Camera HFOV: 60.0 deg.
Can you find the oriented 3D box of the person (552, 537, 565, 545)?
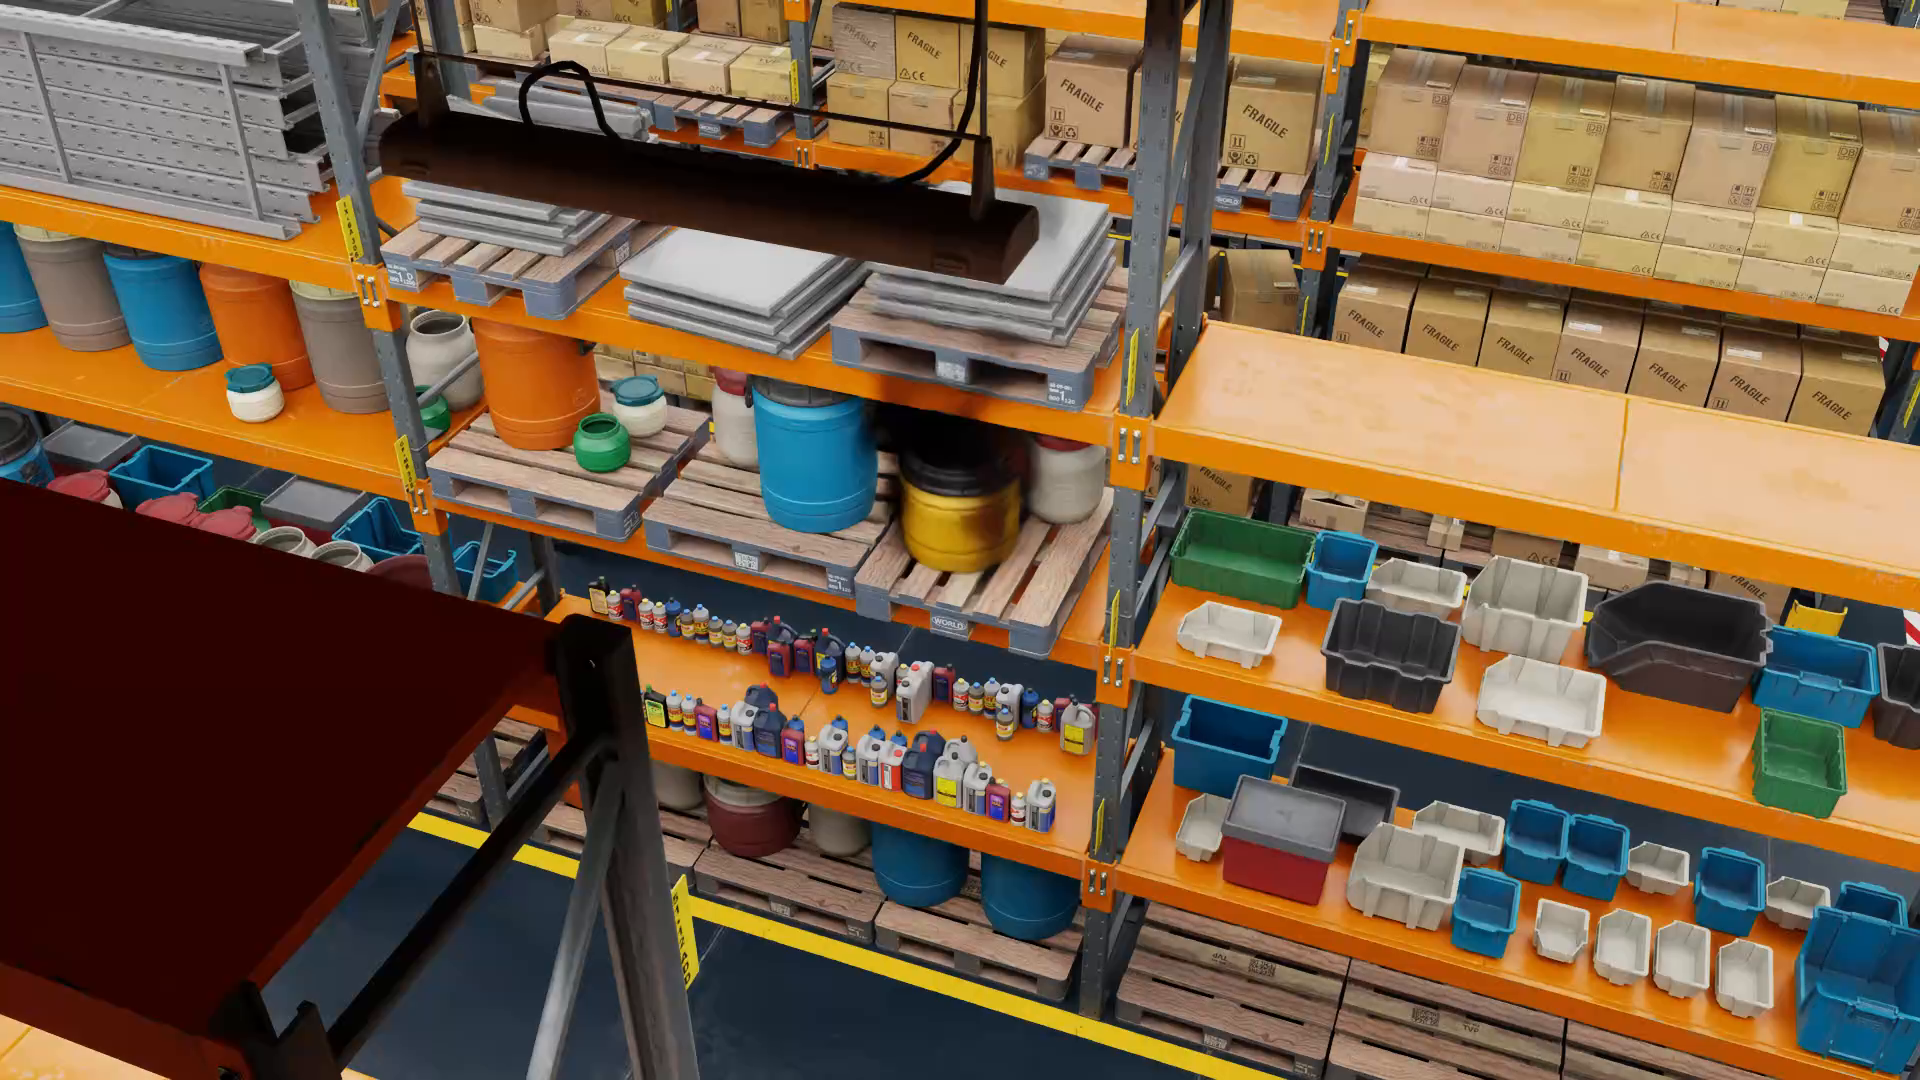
[{"bbox_3d":[-3.000,-0.681,12.780,0.918,1.786,0.653,8,37,10],"label":"person"}]
